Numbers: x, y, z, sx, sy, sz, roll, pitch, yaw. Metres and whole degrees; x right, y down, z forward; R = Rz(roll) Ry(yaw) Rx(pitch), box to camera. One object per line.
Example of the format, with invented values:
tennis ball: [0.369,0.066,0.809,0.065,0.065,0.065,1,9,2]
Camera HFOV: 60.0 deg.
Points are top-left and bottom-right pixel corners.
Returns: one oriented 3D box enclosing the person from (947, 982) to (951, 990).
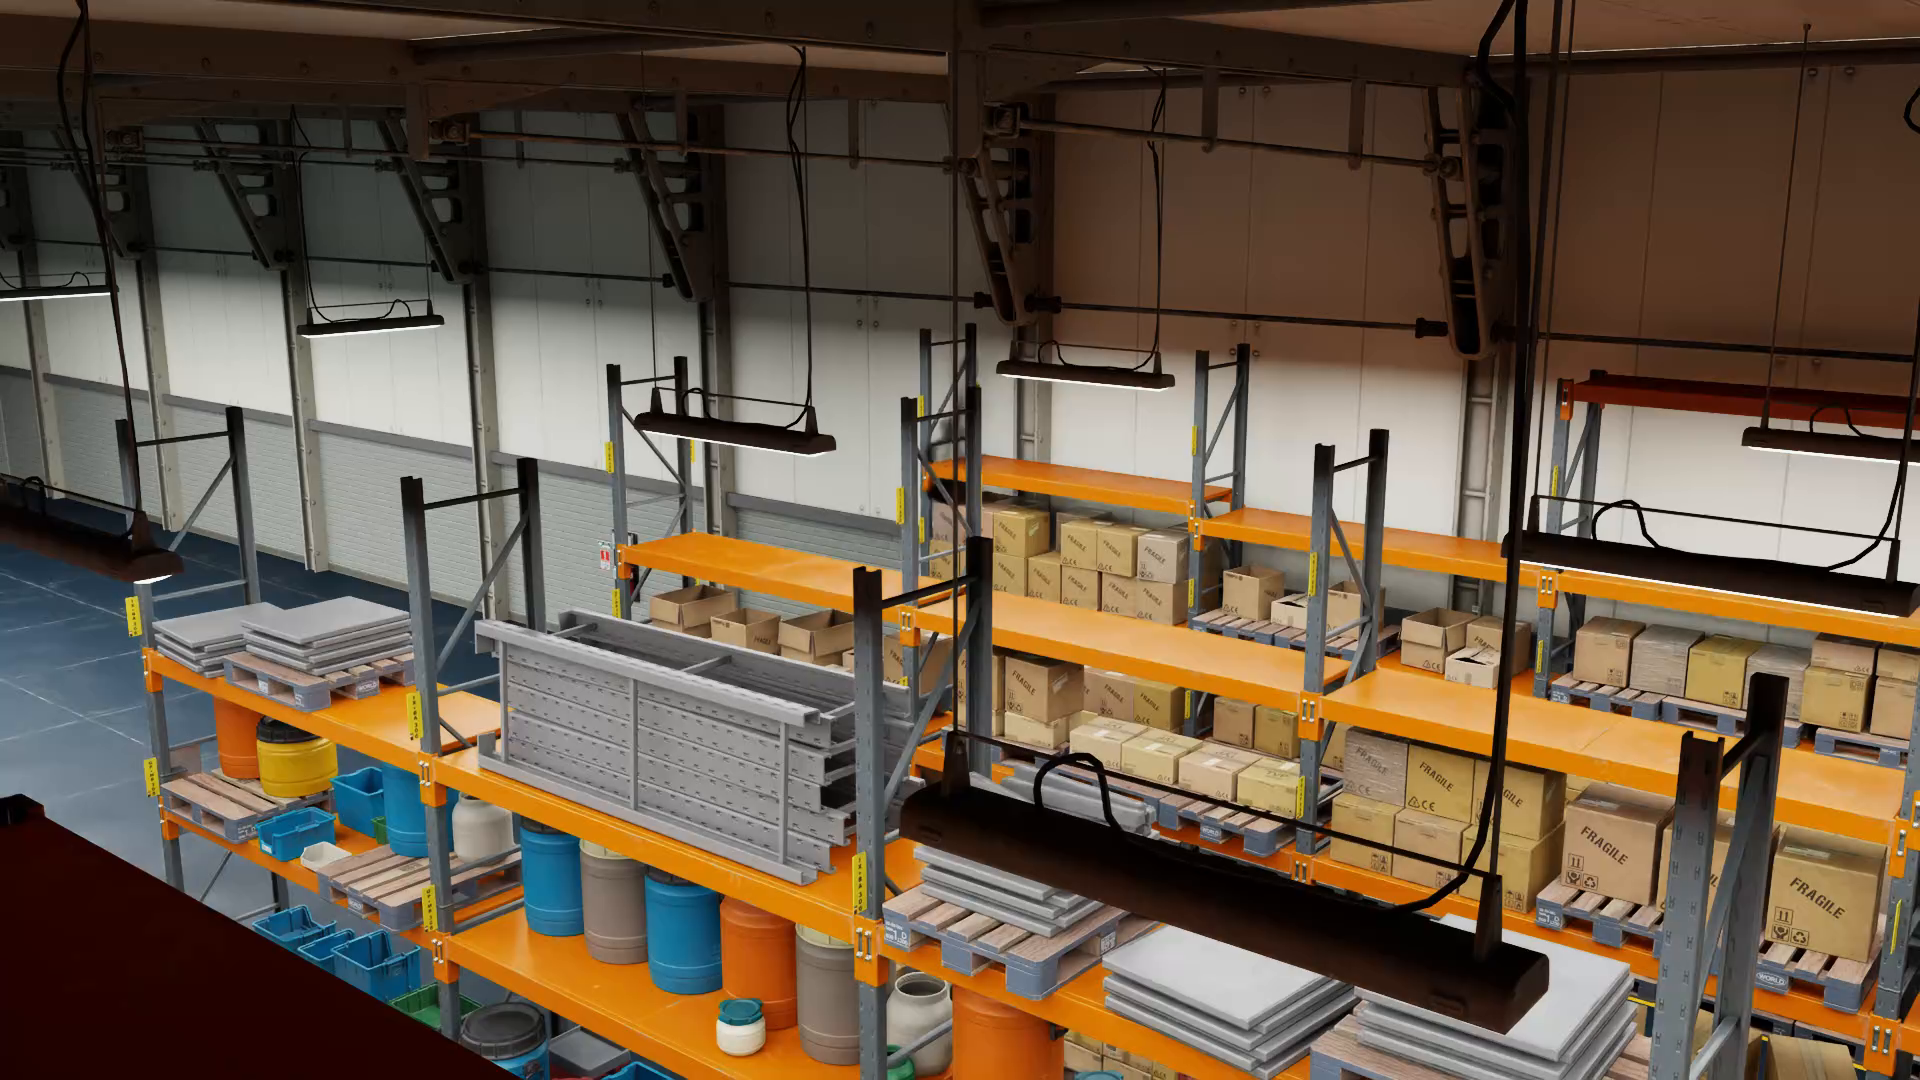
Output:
person: [-0.228,4.287,13.512,0.567,1.668,0.604,8,15,31]
